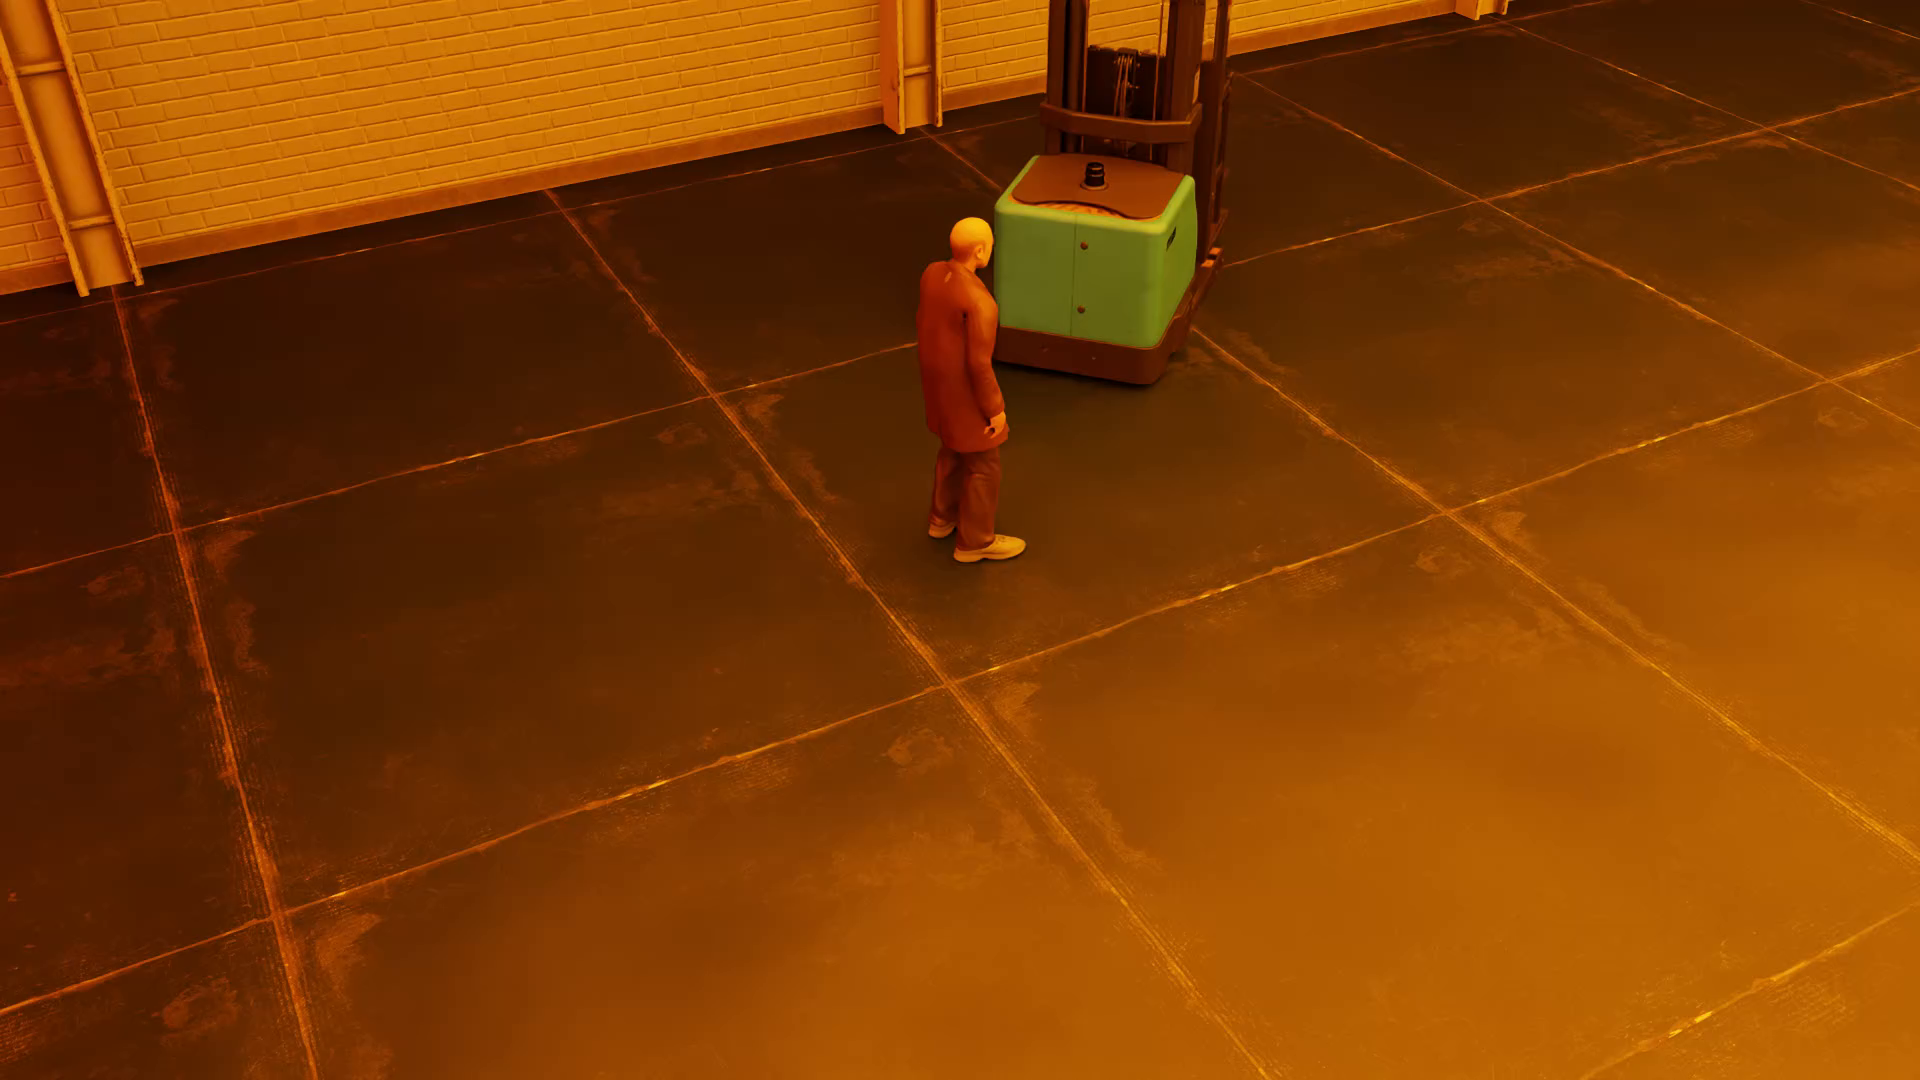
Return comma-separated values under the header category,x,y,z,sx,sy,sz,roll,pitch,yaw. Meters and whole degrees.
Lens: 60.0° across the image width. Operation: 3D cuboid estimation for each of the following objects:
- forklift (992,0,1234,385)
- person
category,x,y,z,sx,sy,sz,roll,pitch,yaw
forklift,1.147,-2.965,10.318,1.130,2.935,3.031,11,37,16
person,0.023,-0.738,8.170,0.431,1.773,0.644,-18,39,-24
